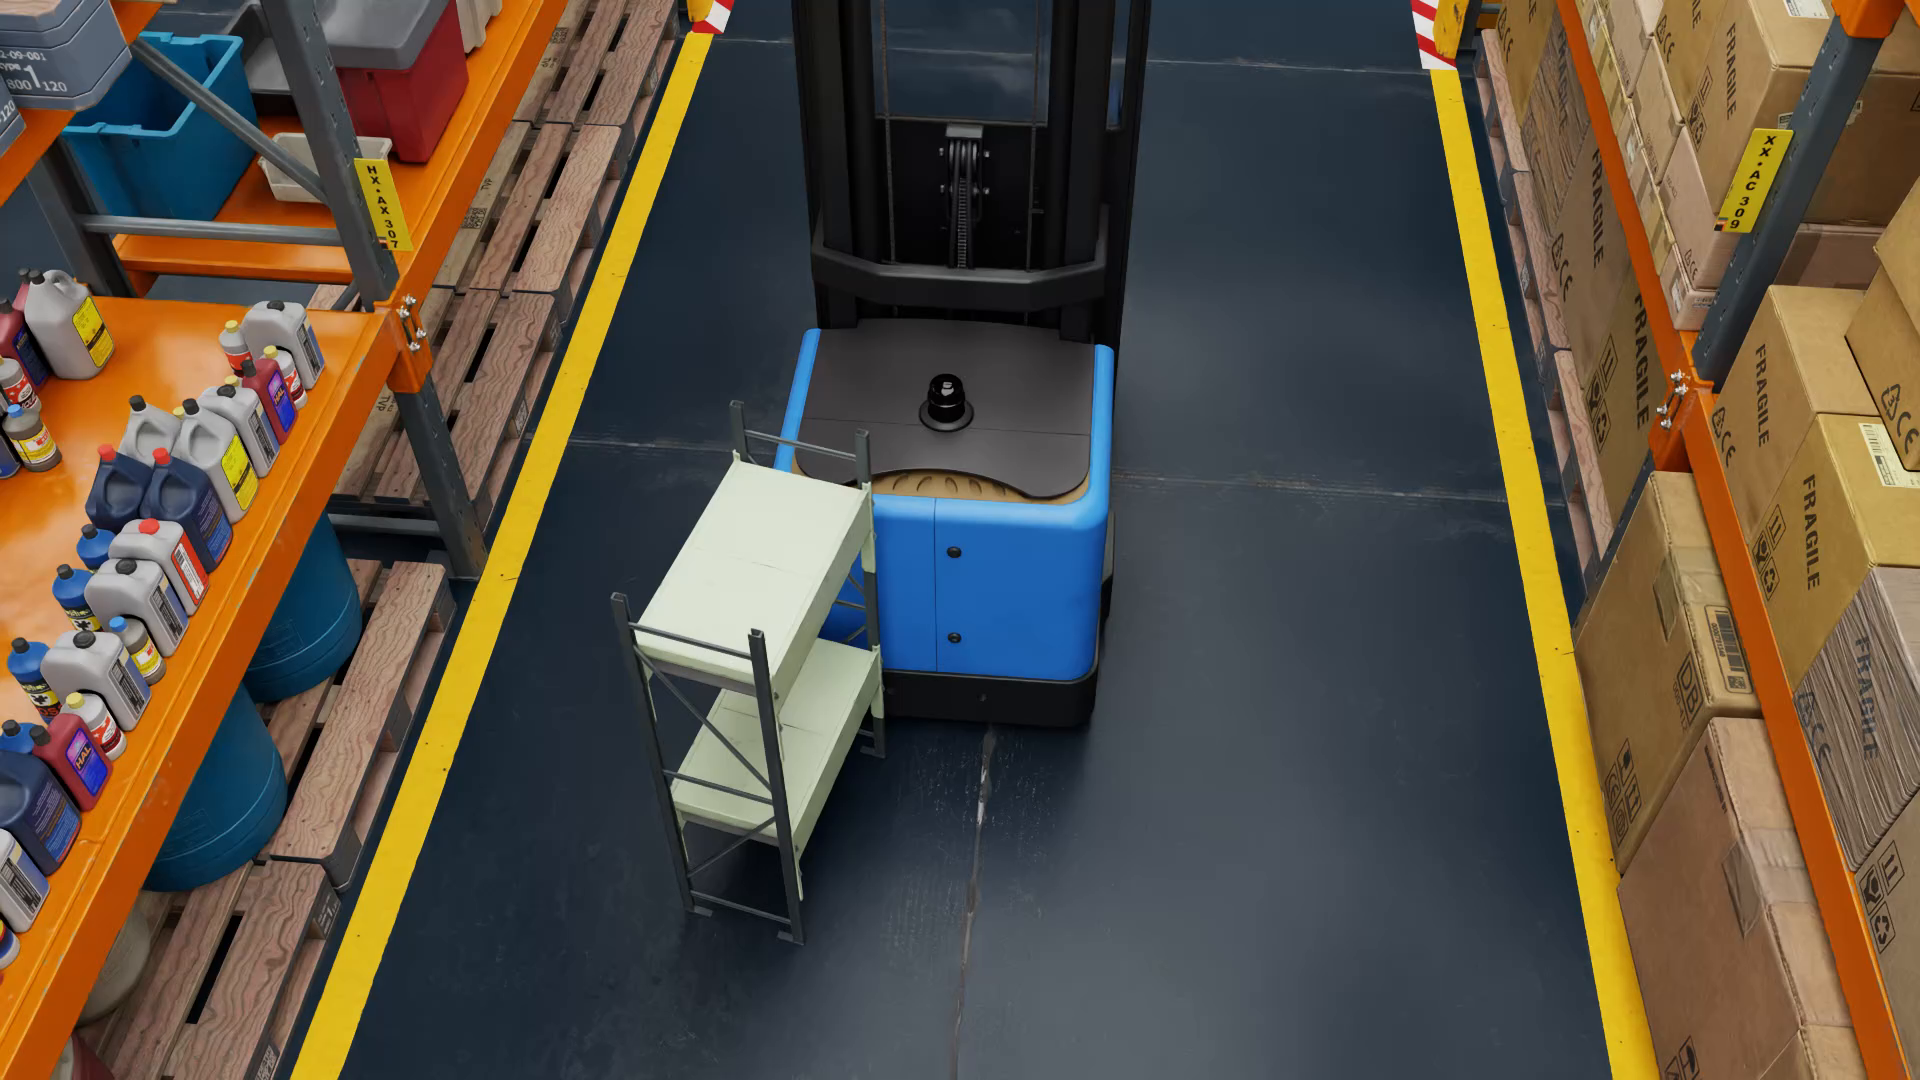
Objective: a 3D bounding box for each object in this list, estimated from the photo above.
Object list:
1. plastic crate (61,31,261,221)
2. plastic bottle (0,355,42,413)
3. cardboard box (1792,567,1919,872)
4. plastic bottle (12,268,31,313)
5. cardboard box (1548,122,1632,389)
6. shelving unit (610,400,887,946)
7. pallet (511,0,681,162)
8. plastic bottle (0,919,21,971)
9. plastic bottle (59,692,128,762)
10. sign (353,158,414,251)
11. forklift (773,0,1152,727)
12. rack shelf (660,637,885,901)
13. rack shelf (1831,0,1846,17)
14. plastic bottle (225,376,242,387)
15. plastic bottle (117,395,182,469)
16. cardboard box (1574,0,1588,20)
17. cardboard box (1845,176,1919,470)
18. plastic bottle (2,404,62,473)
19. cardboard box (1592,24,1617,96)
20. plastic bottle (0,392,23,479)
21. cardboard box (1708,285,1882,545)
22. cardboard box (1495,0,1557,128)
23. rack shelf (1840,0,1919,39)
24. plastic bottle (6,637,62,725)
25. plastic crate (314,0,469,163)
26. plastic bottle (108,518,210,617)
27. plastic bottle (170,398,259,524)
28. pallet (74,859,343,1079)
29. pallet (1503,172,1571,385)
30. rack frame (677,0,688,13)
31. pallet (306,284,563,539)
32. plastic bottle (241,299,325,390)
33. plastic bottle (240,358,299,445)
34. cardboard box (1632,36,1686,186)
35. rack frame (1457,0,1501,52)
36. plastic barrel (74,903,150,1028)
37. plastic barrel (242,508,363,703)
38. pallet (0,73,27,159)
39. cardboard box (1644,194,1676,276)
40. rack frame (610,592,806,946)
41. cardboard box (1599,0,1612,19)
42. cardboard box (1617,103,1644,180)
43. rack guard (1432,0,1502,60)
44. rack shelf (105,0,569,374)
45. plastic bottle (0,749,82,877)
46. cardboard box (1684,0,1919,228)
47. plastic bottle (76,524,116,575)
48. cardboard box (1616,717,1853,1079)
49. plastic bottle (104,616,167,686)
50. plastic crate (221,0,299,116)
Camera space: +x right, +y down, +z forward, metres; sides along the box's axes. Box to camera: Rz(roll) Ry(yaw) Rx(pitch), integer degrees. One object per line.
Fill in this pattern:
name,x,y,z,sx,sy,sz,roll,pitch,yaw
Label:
plastic crate,-2.554,-1.318,5.393,0.392,0.384,0.575,4,48,4
plastic bottle,-2.720,-0.445,4.759,0.097,0.201,0.097,0,48,0
cardboard box,2.293,0.421,3.765,0.500,0.500,0.500,3,48,3
plastic bottle,-2.715,-0.657,4.897,0.061,0.283,0.133,4,48,4
cardboard box,2.897,-1.170,6.442,0.875,0.875,0.875,4,48,4
shelving unit,-0.553,0.431,4.839,0.431,1.500,0.755,14,49,12
pallet,-2.006,-2.332,8.240,1.003,0.211,1.213,4,48,4
plastic bottle,-2.117,0.817,3.557,0.097,0.271,0.097,0,48,0
plastic bottle,-2.067,0.437,3.952,0.097,0.201,0.097,0,48,0
sign,-1.710,-0.992,4.937,0.100,0.325,0.005,4,48,4
forklift,0.055,-1.452,5.592,1.130,2.935,3.031,4,48,3
rack shelf,-0.553,0.651,5.080,0.431,0.370,0.720,14,49,12
rack shelf,2.857,-2.843,5.272,1.077,0.370,4.000,4,48,4
plastic bottle,-2.027,-0.378,4.697,0.097,0.201,0.097,0,48,0
plastic bottle,-2.159,-0.233,4.463,0.144,0.351,0.185,4,48,4
cardboard box,2.540,-2.090,6.299,0.380,0.149,0.250,3,48,3
cardboard box,2.625,-0.506,3.933,0.797,0.503,0.637,3,48,3
plastic bottle,-2.586,-0.292,4.619,0.097,0.201,0.097,0,48,0
cardboard box,2.493,-1.710,5.951,0.380,0.149,0.250,3,48,3
plastic bottle,-2.712,-0.312,4.587,0.152,0.276,0.135,4,48,4
cardboard box,2.384,-0.317,4.439,0.500,0.500,0.500,4,48,4
cardboard box,3.061,-2.492,7.652,0.875,0.875,0.875,4,48,4
rack shelf,2.493,0.096,2.584,1.077,0.370,4.000,4,48,4
plastic bottle,-2.210,0.331,4.001,0.097,0.271,0.097,0,48,0
plastic crate,-1.926,-1.618,5.613,0.402,0.464,0.583,4,48,4
plastic bottle,-2.050,0.055,4.251,0.152,0.276,0.135,4,48,4
plastic bottle,-2.015,-0.223,4.455,0.144,0.351,0.185,4,48,4
pallet,-2.478,1.467,4.765,1.003,0.211,1.213,4,48,4
pallet,2.931,-1.115,7.127,1.003,0.211,1.213,4,48,4
rack frame,-1.893,-3.876,7.763,1.000,3.000,0.127,4,48,4
pallet,-2.229,-0.539,6.600,1.003,0.211,1.213,4,48,4
plastic bottle,-1.971,-0.584,4.835,0.152,0.276,0.135,4,48,4
plastic bottle,-1.947,-0.413,4.674,0.061,0.283,0.133,4,48,4
cardboard box,2.499,-1.376,5.376,0.500,0.250,0.500,5,48,5
rack frame,3.040,-3.543,7.458,1.000,3.000,0.127,4,48,4
plastic barrel,-2.529,1.089,4.623,0.421,0.512,0.421,0,48,0
plastic barrel,-2.324,0.028,5.329,0.600,0.901,0.708,4,48,4
pallet,-2.332,-0.470,2.742,1.003,0.211,1.213,4,48,4
cardboard box,2.400,-0.955,5.261,0.380,0.149,0.250,5,48,4
rack frame,-0.667,0.688,4.605,0.400,1.500,0.023,14,49,12
cardboard box,2.595,-2.123,6.059,0.500,0.250,0.500,3,48,3
cardboard box,2.447,-1.332,5.606,0.380,0.149,0.250,5,48,4
rack guard,3.042,-2.717,8.397,1.175,0.500,0.348,4,48,4
rack shelf,-2.075,-2.164,6.684,1.077,0.370,4.000,4,48,4
plastic bottle,-2.115,0.586,3.714,0.144,0.351,0.185,4,48,4
cardboard box,2.451,-1.263,4.764,0.500,0.500,0.500,5,48,5
plastic bottle,-2.176,0.062,4.248,0.097,0.271,0.097,0,48,0
cardboard box,2.556,1.100,4.367,1.225,0.875,0.875,2,48,2
plastic bottle,-2.046,0.266,4.108,0.097,0.201,0.097,0,48,0
plastic crate,-2.423,-1.705,5.922,0.437,0.125,0.590,4,48,4
